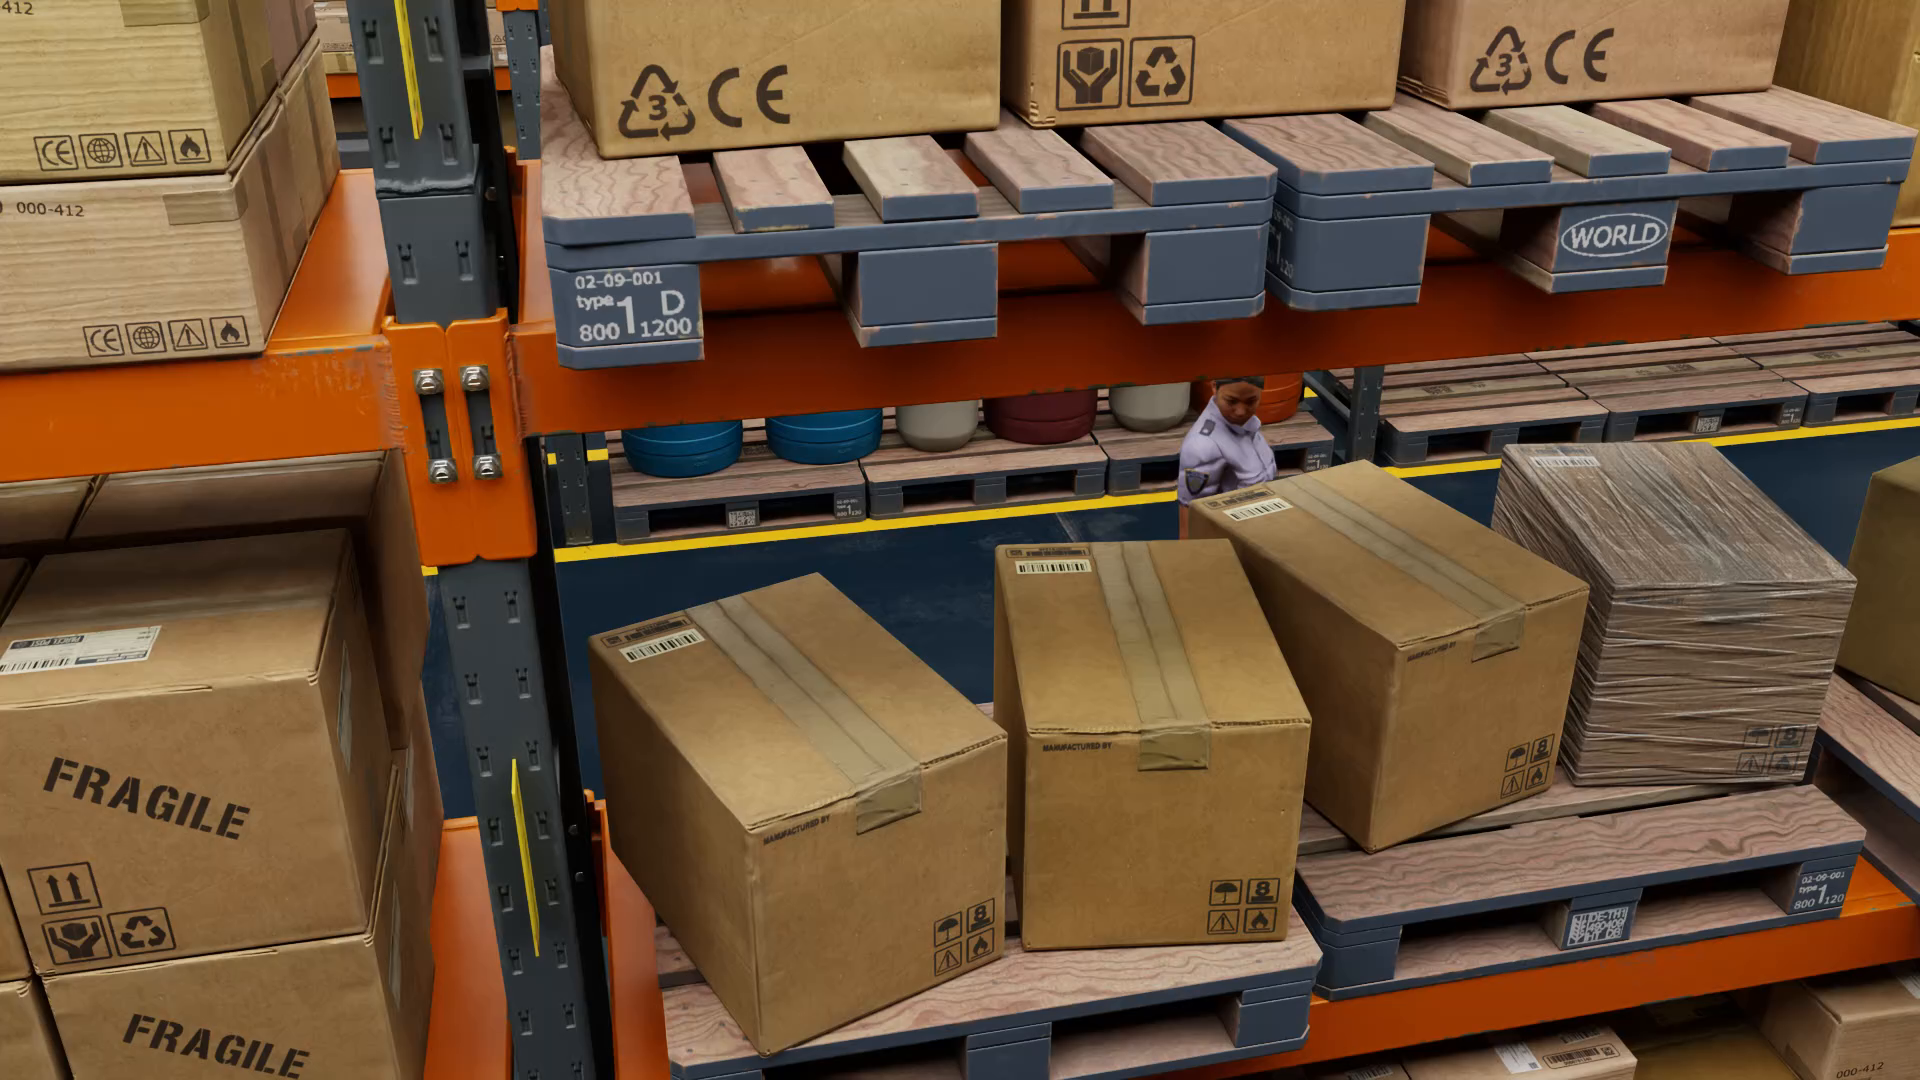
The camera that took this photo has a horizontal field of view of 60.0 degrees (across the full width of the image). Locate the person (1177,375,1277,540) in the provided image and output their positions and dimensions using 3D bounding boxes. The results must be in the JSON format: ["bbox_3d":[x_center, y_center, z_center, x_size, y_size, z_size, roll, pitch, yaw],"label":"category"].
[{"bbox_3d":[0.894,0.093,5.911,0.572,1.636,0.524,9,28,18],"label":"person"}]
